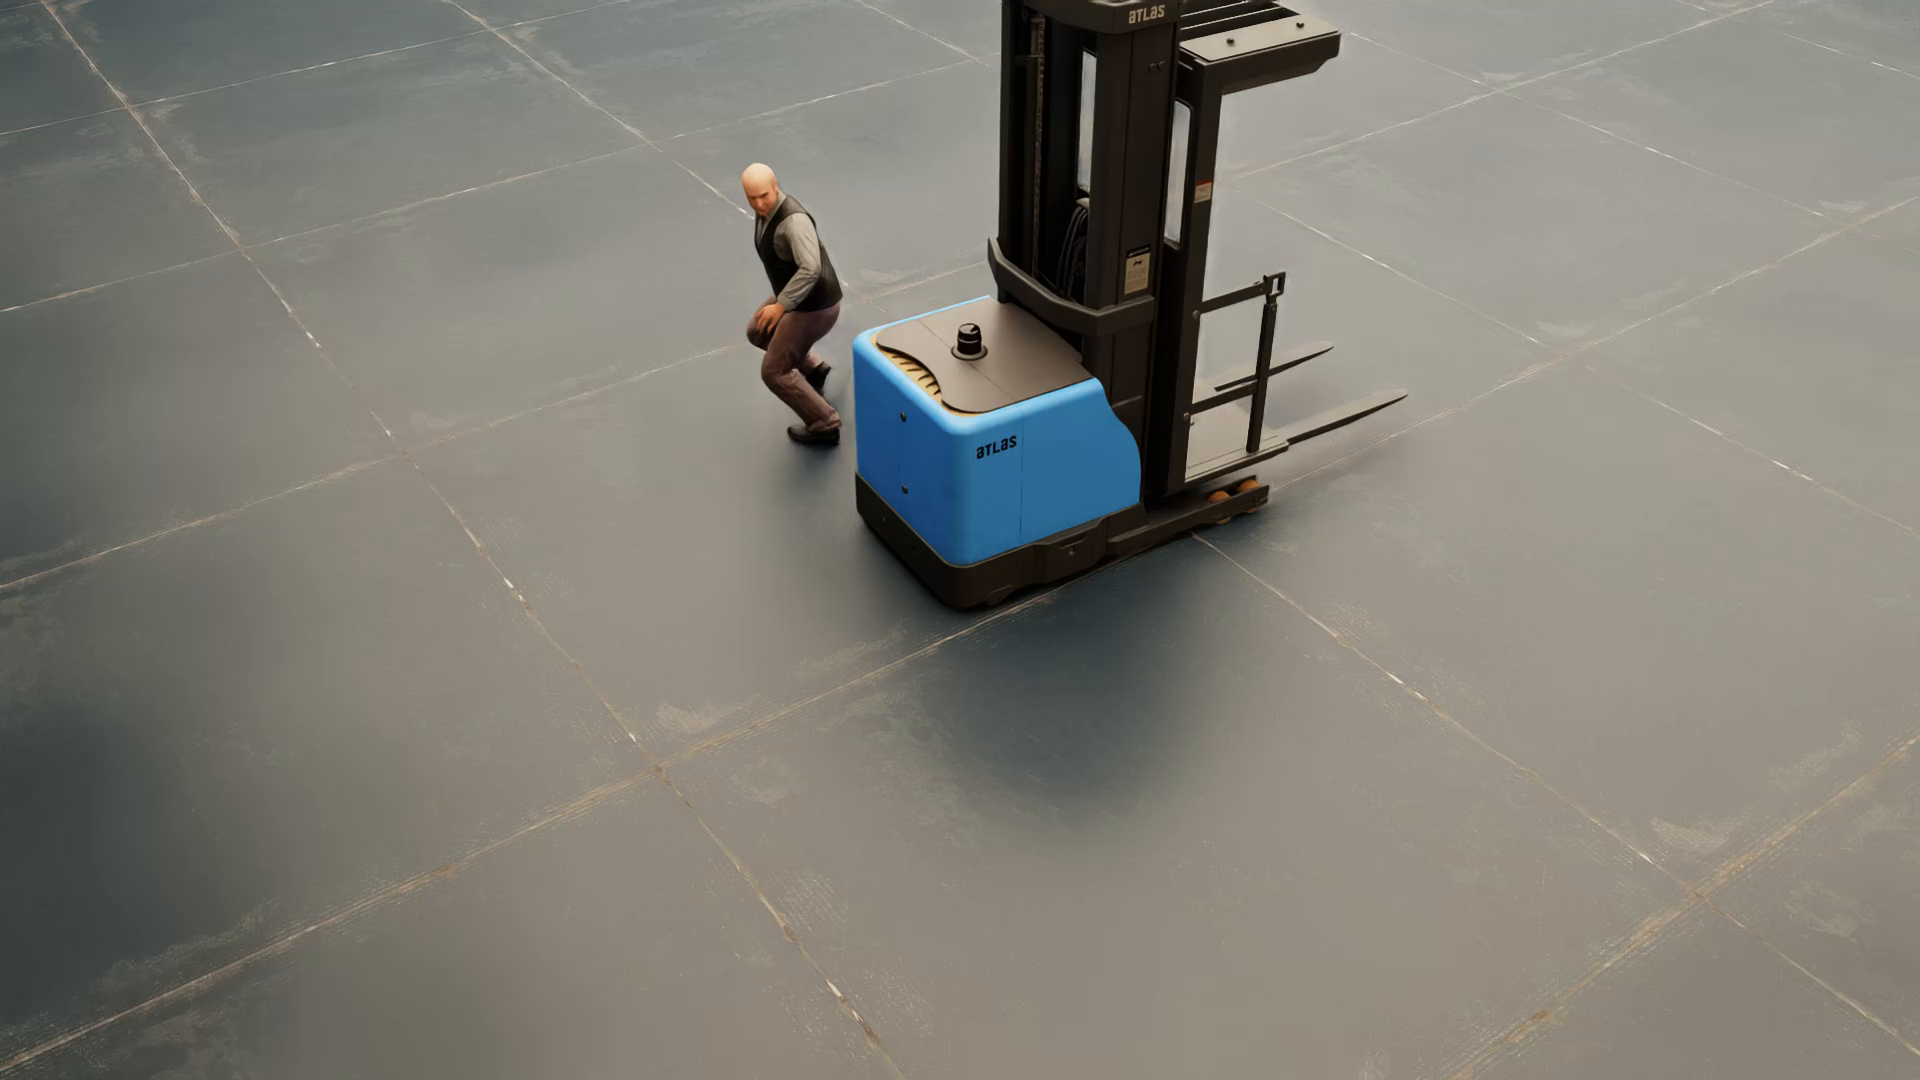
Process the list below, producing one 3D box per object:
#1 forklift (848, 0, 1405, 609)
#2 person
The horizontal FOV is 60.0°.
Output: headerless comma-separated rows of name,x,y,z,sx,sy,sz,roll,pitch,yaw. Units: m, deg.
forklift,0.977,-1.502,7.976,3.031,2.935,1.130,-20,41,-25
person,-0.959,-1.322,8.964,0.536,1.638,0.989,-9,37,-12
